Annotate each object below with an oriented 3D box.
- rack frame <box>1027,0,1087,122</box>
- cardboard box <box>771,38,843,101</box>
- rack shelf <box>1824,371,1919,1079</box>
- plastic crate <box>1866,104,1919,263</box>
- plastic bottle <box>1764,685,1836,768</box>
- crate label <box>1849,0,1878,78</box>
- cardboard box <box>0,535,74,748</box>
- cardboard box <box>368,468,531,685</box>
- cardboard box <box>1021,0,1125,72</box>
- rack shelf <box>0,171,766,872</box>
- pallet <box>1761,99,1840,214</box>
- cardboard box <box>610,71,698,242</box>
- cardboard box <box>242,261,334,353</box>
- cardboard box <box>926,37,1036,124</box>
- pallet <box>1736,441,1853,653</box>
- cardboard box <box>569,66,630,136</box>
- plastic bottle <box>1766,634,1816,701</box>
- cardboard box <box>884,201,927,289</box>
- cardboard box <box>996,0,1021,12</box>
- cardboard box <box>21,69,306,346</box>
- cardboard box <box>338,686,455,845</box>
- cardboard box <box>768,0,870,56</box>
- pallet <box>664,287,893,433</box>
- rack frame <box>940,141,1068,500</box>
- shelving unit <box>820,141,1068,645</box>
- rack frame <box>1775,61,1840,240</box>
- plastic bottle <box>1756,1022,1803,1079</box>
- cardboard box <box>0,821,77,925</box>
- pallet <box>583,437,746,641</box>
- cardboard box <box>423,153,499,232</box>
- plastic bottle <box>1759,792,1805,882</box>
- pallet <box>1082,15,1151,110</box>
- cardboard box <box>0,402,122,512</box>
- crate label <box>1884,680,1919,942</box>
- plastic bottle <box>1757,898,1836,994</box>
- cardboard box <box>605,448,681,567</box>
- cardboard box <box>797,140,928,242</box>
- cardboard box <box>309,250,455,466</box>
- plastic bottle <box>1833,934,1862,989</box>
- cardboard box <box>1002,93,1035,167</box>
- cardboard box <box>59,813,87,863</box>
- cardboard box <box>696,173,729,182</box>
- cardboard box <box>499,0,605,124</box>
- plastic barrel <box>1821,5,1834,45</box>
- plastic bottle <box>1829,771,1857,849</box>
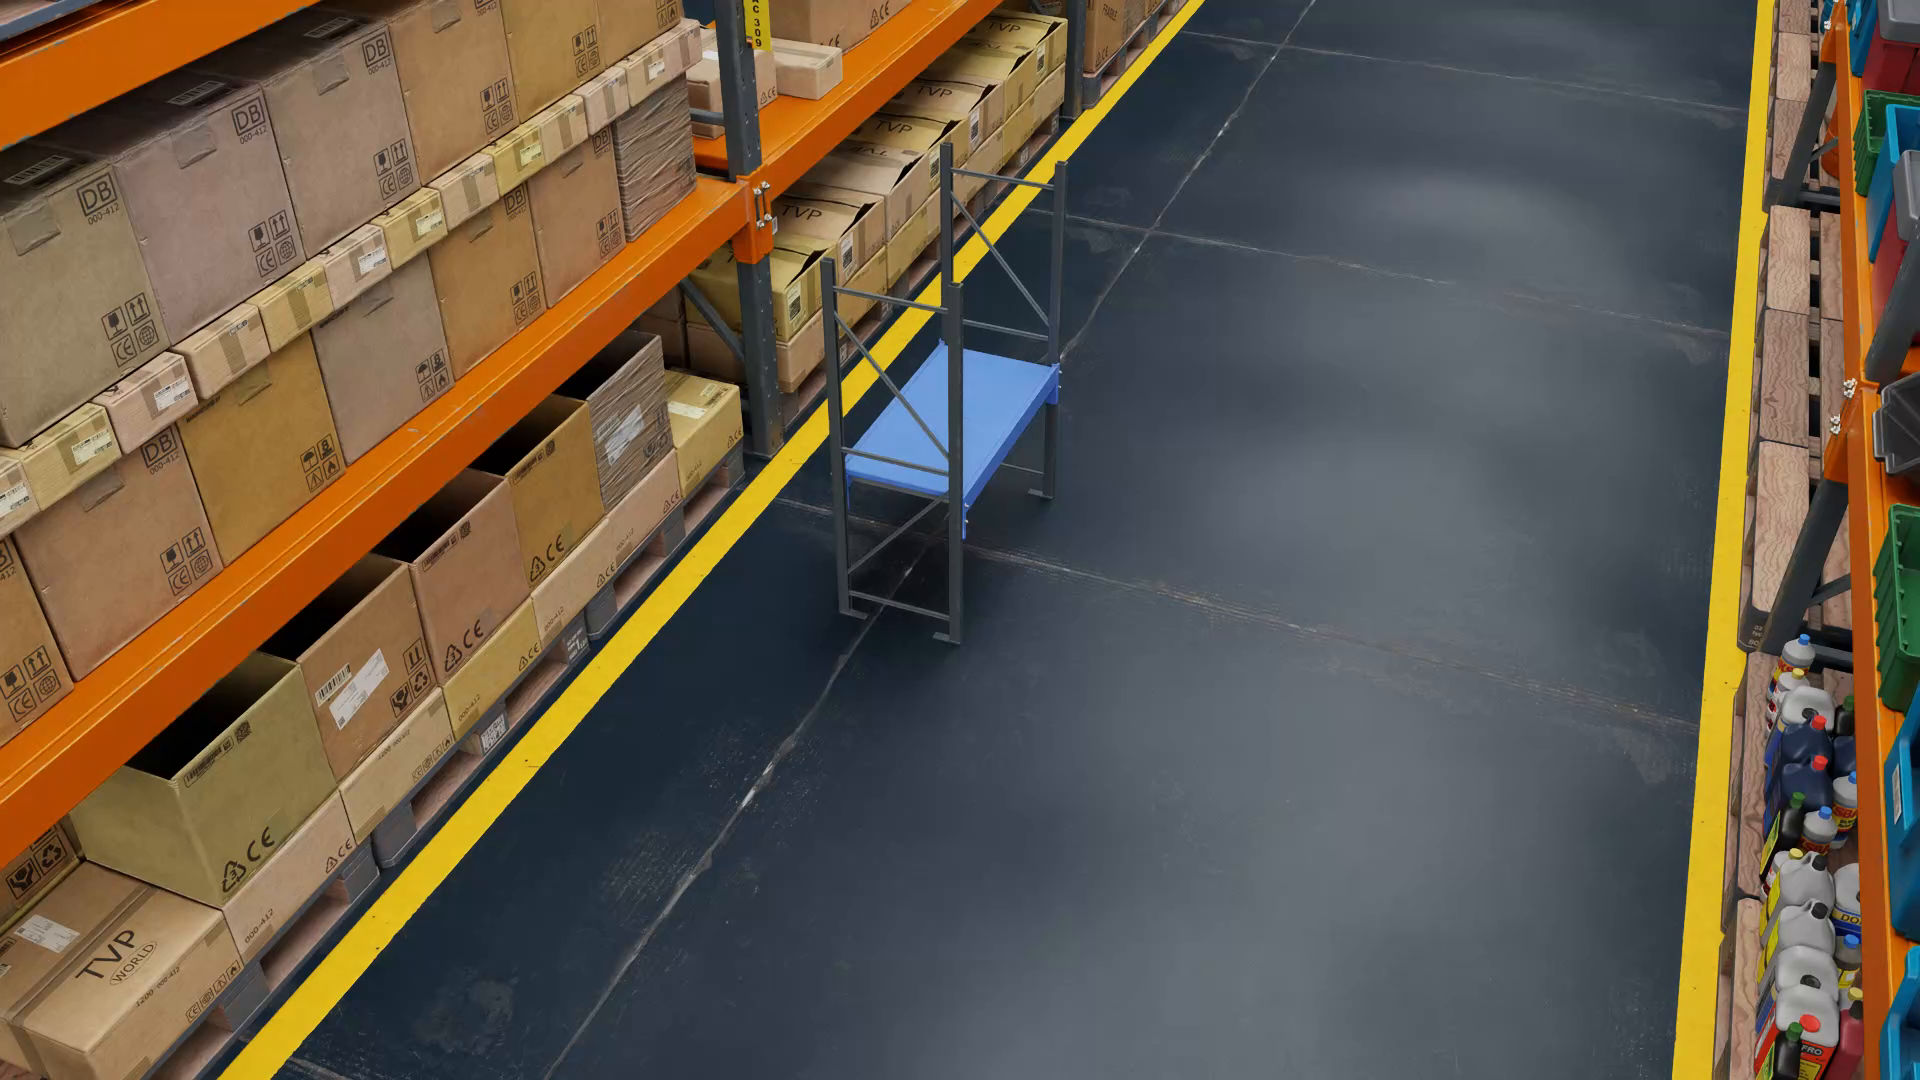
[{"bbox_3d":[0.265,-3.909,9.474,1.000,3.000,0.127,14,39,18],"label":"rack frame"},{"bbox_3d":[-0.731,-2.038,7.181,0.380,0.149,0.250,14,39,18],"label":"cardboard box"},{"bbox_3d":[2.561,0.832,3.733,1.077,0.370,4.000,14,39,18],"label":"rack shelf"},{"bbox_3d":[3.454,-1.239,5.916,0.392,0.384,0.575,14,39,18],"label":"plastic crate"},{"bbox_3d":[2.698,0.613,5.332,0.152,0.276,0.135,15,39,19],"label":"plastic bottle"},{"bbox_3d":[4.216,-2.304,7.298,0.502,0.435,0.616,14,39,18],"label":"crate label"},{"bbox_3d":[-2.589,0.225,3.860,0.700,0.500,0.500,14,39,18],"label":"cardboard box"},{"bbox_3d":[-1.796,0.077,5.461,0.500,0.500,0.500,14,39,18],"label":"cardboard box"},{"bbox_3d":[0.702,-3.271,10.341,0.500,0.500,0.500,15,39,20],"label":"cardboard box"},{"bbox_3d":[-2.018,-0.299,5.245,1.077,0.370,4.000,14,39,18],"label":"rack shelf"},{"bbox_3d":[5.106,-2.108,9.393,1.003,0.211,1.213,14,39,18],"label":"pallet"},{"bbox_3d":[-1.420,-1.487,6.151,0.700,0.500,0.500,13,39,17],"label":"cardboard box"},{"bbox_3d":[-1.942,-0.661,4.504,0.380,0.149,0.250,13,39,17],"label":"cardboard box"},{"bbox_3d":[0.102,-2.565,9.154,0.500,0.311,0.500,13,39,17],"label":"cardboard box"},{"bbox_3d":[3.585,0.109,6.427,1.003,0.211,1.213,14,39,18],"label":"pallet"},{"bbox_3d":[-1.356,-1.513,5.643,0.380,0.149,0.250,13,39,16],"label":"cardboard box"},{"bbox_3d":[2.796,0.429,5.582,0.097,0.271,0.097,0,37,0],"label":"plastic bottle"},{"bbox_3d":[-0.484,-1.498,8.195,0.500,0.250,0.500,13,39,16],"label":"cardboard box"},{"bbox_3d":[0.404,-3.655,10.855,0.500,0.500,0.500,15,39,20],"label":"cardboard box"},{"bbox_3d":[-2.183,-0.896,4.276,0.700,0.500,0.500,14,39,18],"label":"cardboard box"},{"bbox_3d":[-1.992,0.653,5.317,0.500,0.250,0.500,14,39,18],"label":"cardboard box"},{"bbox_3d":[-0.749,-2.447,7.435,0.500,0.500,0.500,17,40,21],"label":"cardboard box"},{"bbox_3d":[-1.013,-0.994,7.904,1.003,0.211,1.213,14,39,18],"label":"pallet"},{"bbox_3d":[0.161,-0.835,6.614,0.500,1.500,0.032,14,39,18],"label":"rack frame"},{"bbox_3d":[-0.032,-0.554,6.238,0.538,1.500,1.048,14,39,18],"label":"shelving unit"},{"bbox_3d":[4.844,-2.778,7.962,1.000,3.000,0.127,14,39,18],"label":"rack frame"},{"bbox_3d":[2.121,1.377,4.304,0.061,0.283,0.133,15,39,19],"label":"plastic bottle"},{"bbox_3d":[-2.850,0.788,4.509,0.500,0.500,0.500,14,39,18],"label":"cardboard box"},{"bbox_3d":[-1.598,-0.147,6.770,1.003,0.211,1.213,14,39,18],"label":"pallet"},{"bbox_3d":[-1.647,-1.092,5.080,0.380,0.149,0.250,15,39,19],"label":"cardboard box"},{"bbox_3d":[2.458,0.887,4.960,0.061,0.283,0.133,16,40,20],"label":"plastic bottle"},{"bbox_3d":[0.584,-3.197,10.851,1.003,0.211,1.213,14,39,18],"label":"pallet"},{"bbox_3d":[-2.236,-0.232,3.930,0.380,0.149,0.250,14,39,18],"label":"cardboard box"},{"bbox_3d":[2.251,0.556,3.471,0.502,0.435,0.616,14,39,18],"label":"crate label"},{"bbox_3d":[2.327,1.116,4.596,0.144,0.351,0.185,15,39,20],"label":"plastic bottle"},{"bbox_3d":[-1.431,-0.180,6.431,0.500,0.250,0.500,14,39,18],"label":"cardboard box"},{"bbox_3d":[-0.478,-1.721,8.024,0.500,0.311,0.500,13,39,16],"label":"cardboard box"},{"bbox_3d":[-2.003,-0.633,5.008,0.700,0.500,0.500,15,39,19],"label":"cardboard box"},{"bbox_3d":[2.455,1.179,4.637,0.097,0.201,0.097,0,37,0],"label":"plastic bottle"},{"bbox_3d":[0.098,-2.343,9.325,0.500,0.250,0.500,13,39,17],"label":"cardboard box"},{"bbox_3d":[-2.669,0.810,5.107,0.500,0.250,0.500,14,39,18],"label":"cardboard box"},{"bbox_3d":[-1.176,-1.565,7.816,0.500,0.311,0.500,15,39,19],"label":"cardboard box"},{"bbox_3d":[-1.611,-1.727,5.388,0.700,0.500,0.500,14,39,18],"label":"cardboard box"},{"bbox_3d":[5.577,-3.183,10.231,0.421,0.512,0.421,0,37,0],"label":"plastic barrel"},{"bbox_3d":[2.688,0.813,5.068,0.097,0.271,0.097,0,37,0],"label":"plastic bottle"}]
